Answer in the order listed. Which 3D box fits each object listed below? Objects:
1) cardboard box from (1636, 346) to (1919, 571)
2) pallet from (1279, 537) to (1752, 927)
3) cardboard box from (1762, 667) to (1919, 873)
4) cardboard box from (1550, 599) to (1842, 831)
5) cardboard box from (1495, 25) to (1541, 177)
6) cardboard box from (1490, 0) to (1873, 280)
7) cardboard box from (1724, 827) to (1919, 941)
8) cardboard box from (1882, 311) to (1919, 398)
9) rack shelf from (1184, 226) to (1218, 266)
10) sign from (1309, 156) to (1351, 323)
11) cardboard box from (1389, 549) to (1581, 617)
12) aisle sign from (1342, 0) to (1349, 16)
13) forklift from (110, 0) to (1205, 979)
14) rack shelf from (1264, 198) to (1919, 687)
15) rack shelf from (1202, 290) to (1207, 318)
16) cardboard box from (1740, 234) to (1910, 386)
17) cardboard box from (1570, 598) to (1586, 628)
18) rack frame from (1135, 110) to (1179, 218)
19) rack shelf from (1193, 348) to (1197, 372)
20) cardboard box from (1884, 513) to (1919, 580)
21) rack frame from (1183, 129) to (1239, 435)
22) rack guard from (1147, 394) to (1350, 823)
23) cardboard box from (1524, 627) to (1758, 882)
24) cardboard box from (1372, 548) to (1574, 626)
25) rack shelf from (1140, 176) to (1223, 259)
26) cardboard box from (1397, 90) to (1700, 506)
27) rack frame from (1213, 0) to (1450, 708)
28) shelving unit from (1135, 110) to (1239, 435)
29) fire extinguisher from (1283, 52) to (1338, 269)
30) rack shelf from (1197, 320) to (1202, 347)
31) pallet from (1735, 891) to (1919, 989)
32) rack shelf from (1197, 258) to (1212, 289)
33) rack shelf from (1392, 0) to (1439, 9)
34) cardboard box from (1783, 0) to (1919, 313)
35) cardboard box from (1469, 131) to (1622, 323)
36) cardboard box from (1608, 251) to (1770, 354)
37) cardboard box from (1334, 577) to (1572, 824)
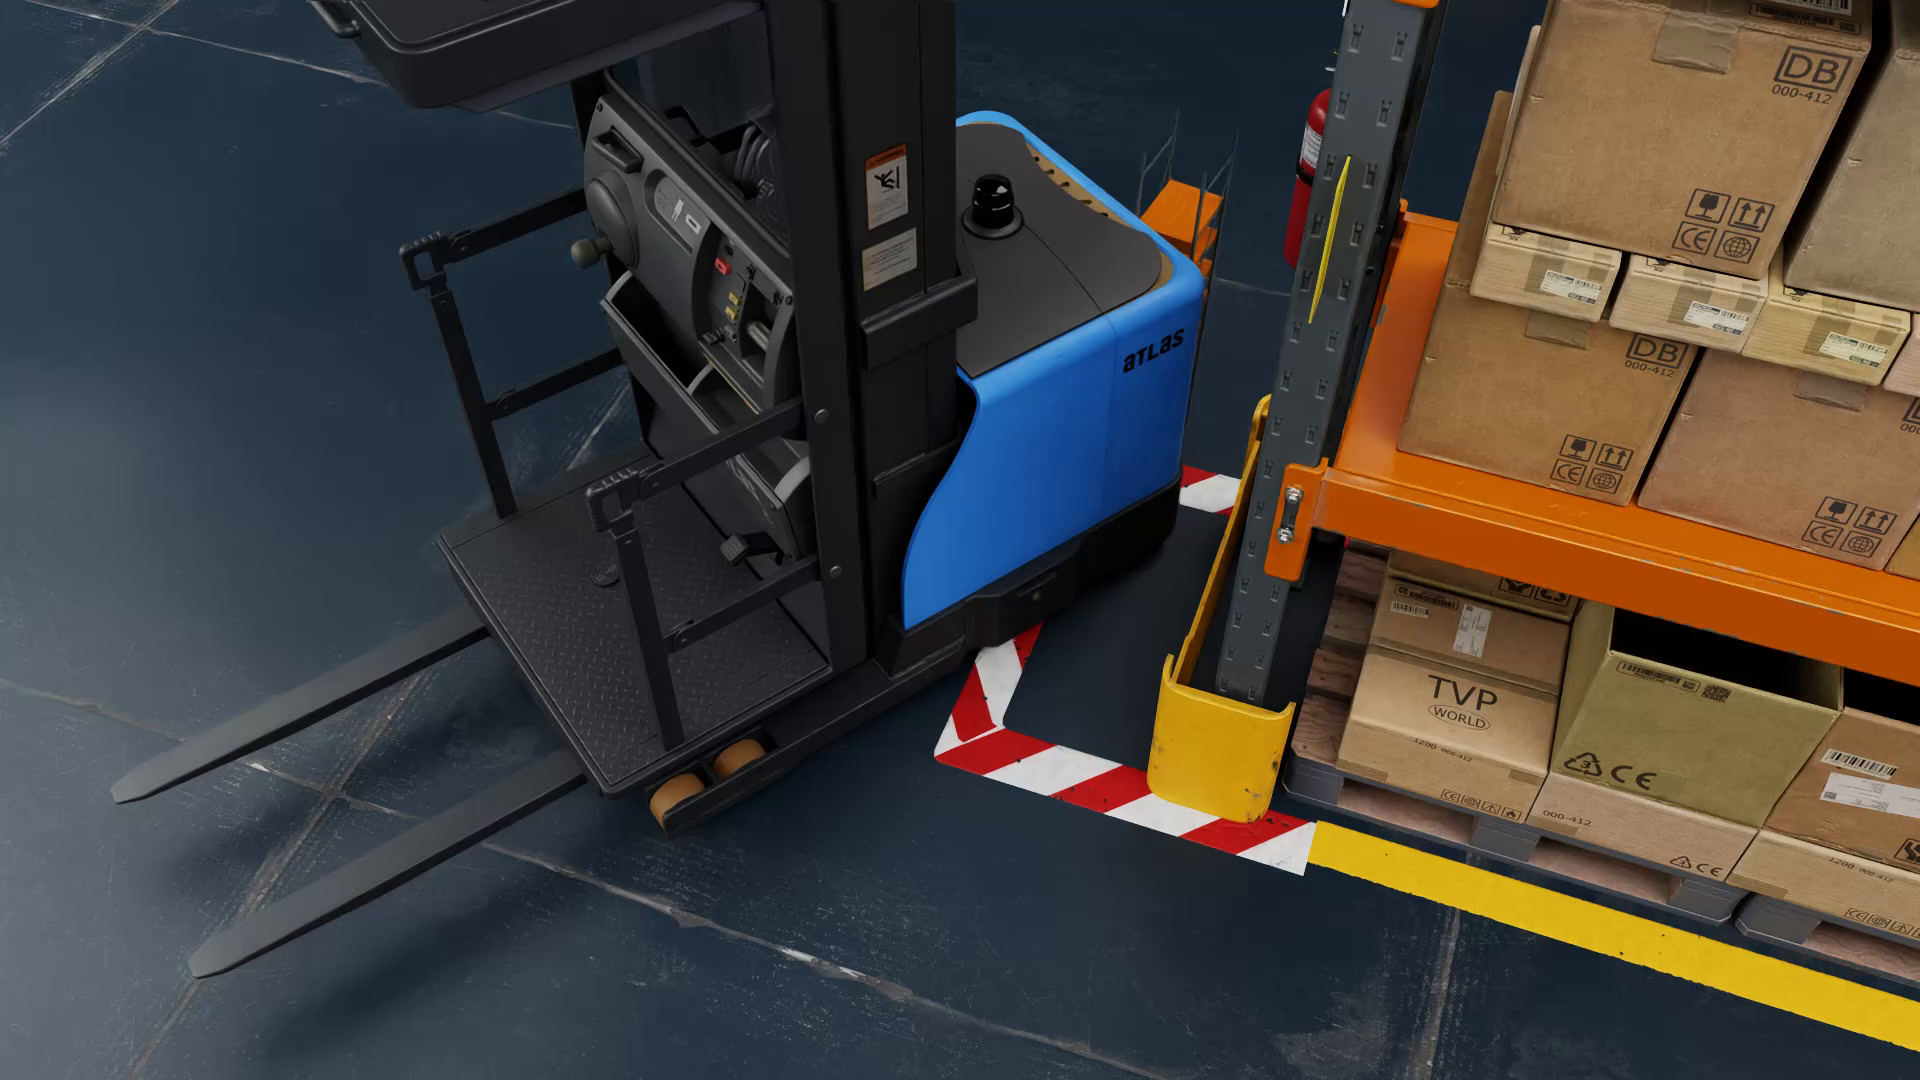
[{"bbox_3d":[1.819,-0.409,3.553,0.500,0.500,0.700,17,51,14],"label":"cardboard box"},{"bbox_3d":[1.623,0.442,4.727,1.213,0.211,1.003,16,51,13],"label":"pallet"},{"bbox_3d":[2.260,0.425,3.942,0.500,0.500,0.500,16,51,13],"label":"cardboard box"},{"bbox_3d":[1.787,0.304,4.047,0.500,0.500,0.500,16,51,13],"label":"cardboard box"},{"bbox_3d":[1.316,-0.922,3.568,0.250,0.149,0.380,15,51,13],"label":"cardboard box"},{"bbox_3d":[1.374,-0.954,3.167,0.500,0.500,0.700,16,51,13],"label":"cardboard box"},{"bbox_3d":[2.256,0.679,4.218,0.500,0.250,0.500,16,51,13],"label":"cardboard box"},{"bbox_3d":[1.903,-0.430,3.142,0.250,0.149,0.380,15,51,13],"label":"cardboard box"},{"bbox_3d":[0.635,-0.844,4.927,0.180,0.103,0.258,23,53,18],"label":"rack shelf"},{"bbox_3d":[0.693,-0.559,3.124,0.005,0.325,0.100,16,51,13],"label":"sign"},{"bbox_3d":[1.497,-0.195,4.479,0.500,0.500,0.500,16,51,13],"label":"cardboard box"},{"bbox_3d":[0.723,-1.293,2.665,0.004,0.787,0.394,16,51,13],"label":"aisle sign"},{"bbox_3d":[-0.819,-0.619,3.847,3.031,2.935,1.130,-28,55,-22],"label":"forklift"},{"bbox_3d":[2.767,0.118,3.639,4.000,0.370,1.077,16,51,13],"label":"rack shelf"},{"bbox_3d":[0.630,-0.689,5.109,0.180,0.103,0.258,23,53,18],"label":"rack shelf"},{"bbox_3d":[1.667,-0.498,3.201,0.250,0.149,0.380,16,51,13],"label":"cardboard box"},{"bbox_3d":[1.970,0.175,4.655,0.500,0.250,0.500,16,51,13],"label":"cardboard box"},{"bbox_3d":[0.551,-0.752,5.103,0.006,1.200,0.240,23,53,18],"label":"rack frame"},{"bbox_3d":[0.626,-0.533,5.292,0.180,0.103,0.258,23,53,18],"label":"rack shelf"},{"bbox_3d":[2.283,-0.275,3.437,0.500,0.500,0.700,16,51,13],"label":"cardboard box"},{"bbox_3d":[0.711,-0.683,5.048,0.006,1.200,0.240,23,53,18],"label":"rack frame"},{"bbox_3d":[0.869,0.171,4.771,0.348,0.500,1.175,16,51,13],"label":"rack guard"},{"bbox_3d":[1.787,0.548,4.332,0.500,0.250,0.500,16,51,13],"label":"cardboard box"},{"bbox_3d":[1.497,0.052,4.761,0.500,0.250,0.500,16,51,13],"label":"cardboard box"},{"bbox_3d":[0.637,-0.922,4.835,0.180,0.103,0.258,23,53,18],"label":"rack shelf"},{"bbox_3d":[1.325,-0.543,3.669,0.500,0.500,0.700,16,51,13],"label":"cardboard box"},{"bbox_3d":[0.891,-0.641,3.821,0.127,3.000,1.000,16,51,13],"label":"rack frame"},{"bbox_3d":[0.631,-0.718,5.076,0.189,1.200,0.258,23,53,18],"label":"shelving unit"},{"bbox_3d":[0.941,-0.976,4.162,0.183,0.674,0.296,16,51,13],"label":"fire extinguisher"},{"bbox_3d":[0.628,-0.611,5.201,0.180,0.103,0.258,23,53,18],"label":"rack shelf"},{"bbox_3d":[2.764,0.763,4.449,1.213,0.211,1.003,16,51,13],"label":"pallet"},{"bbox_3d":[0.632,-0.767,5.018,0.180,0.103,0.258,23,53,18],"label":"rack shelf"},{"bbox_3d":[2.767,-0.865,2.505,4.000,0.370,1.077,16,51,13],"label":"rack shelf"},{"bbox_3d":[1.869,-0.820,3.051,0.500,0.500,0.700,14,51,12],"label":"cardboard box"},{"bbox_3d":[1.185,-0.631,3.317,0.250,0.149,0.380,15,51,13],"label":"cardboard box"},{"bbox_3d":[1.433,-0.564,3.258,0.250,0.149,0.380,14,51,12],"label":"cardboard box"},{"bbox_3d":[1.317,0.420,4.443,0.500,0.250,0.500,16,51,13],"label":"cardboard box"}]
